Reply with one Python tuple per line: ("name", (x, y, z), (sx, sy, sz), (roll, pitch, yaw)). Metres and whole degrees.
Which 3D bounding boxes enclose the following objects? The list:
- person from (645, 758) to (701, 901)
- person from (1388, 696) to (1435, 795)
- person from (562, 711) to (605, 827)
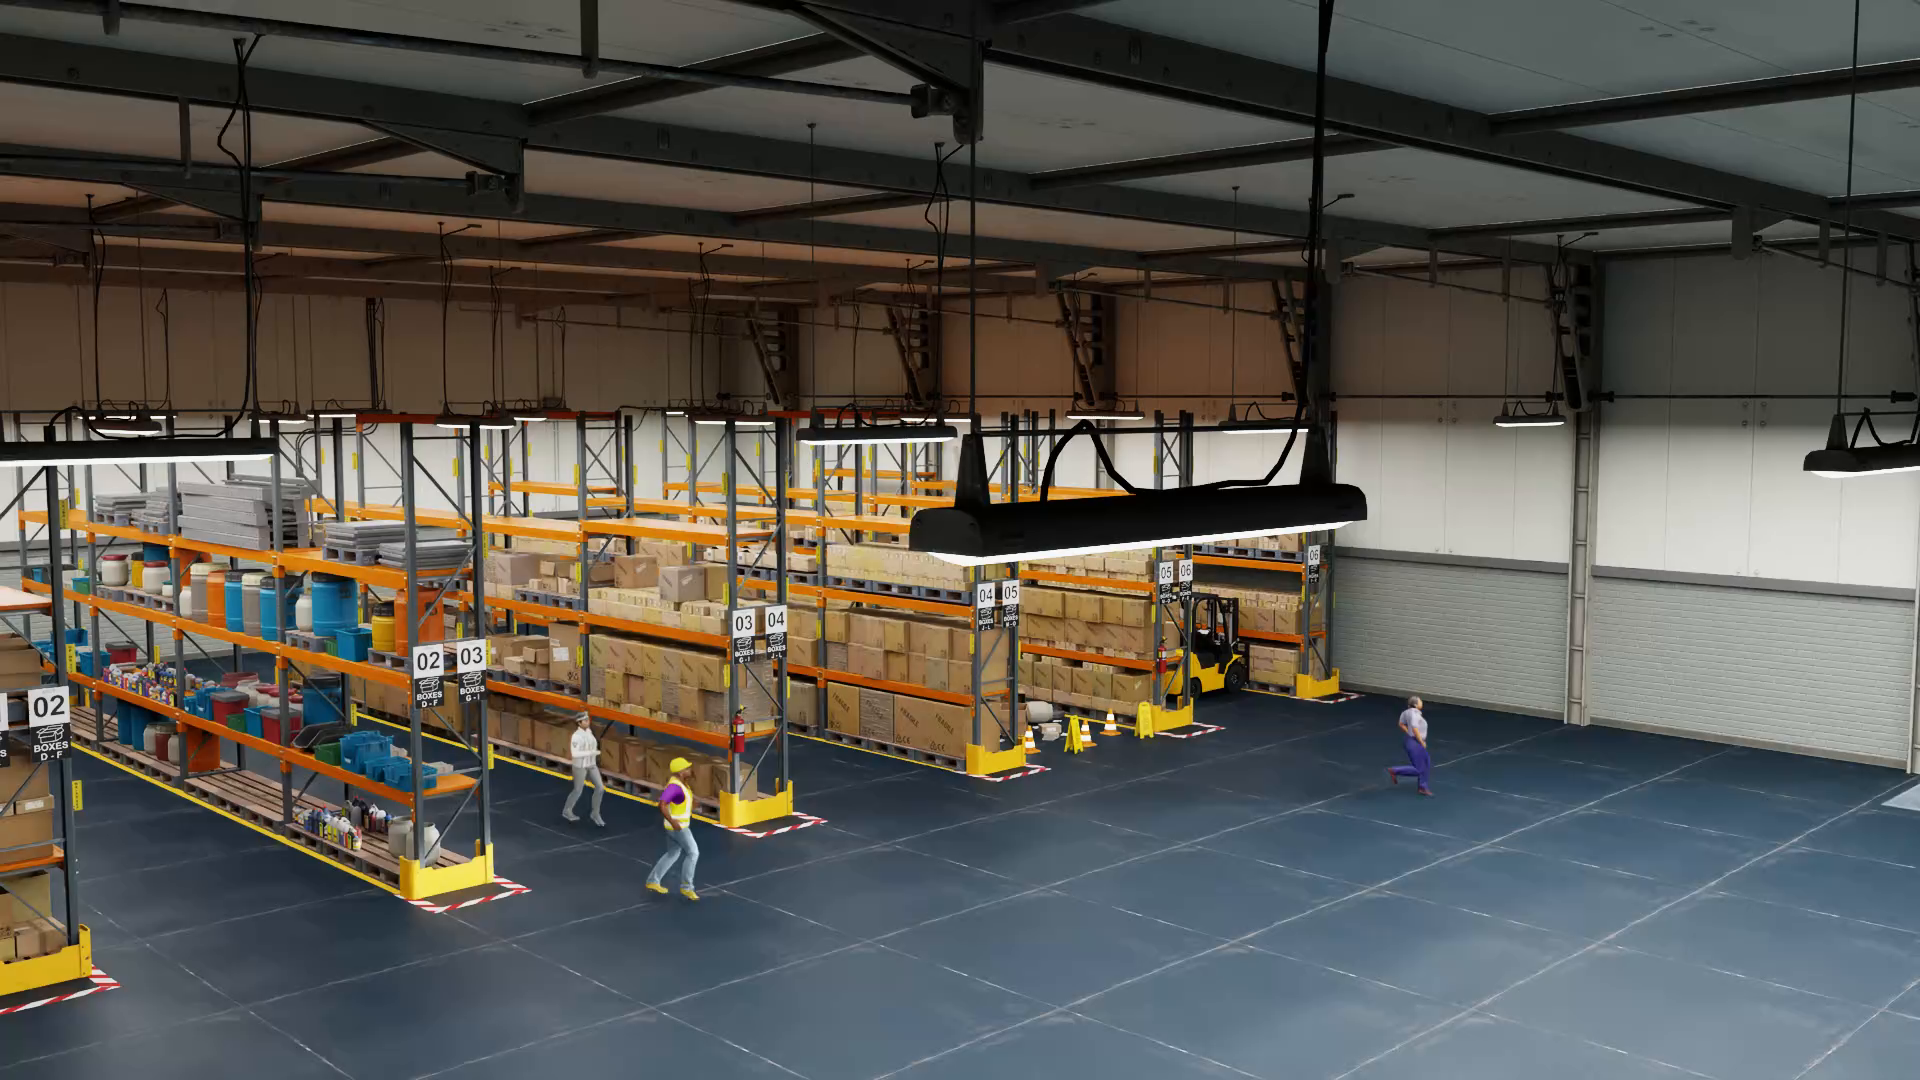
("person", (-3.610, 3.646, 20.940), (0.717, 1.839, 0.721), (-1, 5, -12))
("person", (7.164, 3.271, 26.368), (0.802, 1.604, 0.602), (0, 5, 1))
("person", (-5.542, 3.370, 24.476), (0.753, 1.753, 0.594), (2, 6, 26))
